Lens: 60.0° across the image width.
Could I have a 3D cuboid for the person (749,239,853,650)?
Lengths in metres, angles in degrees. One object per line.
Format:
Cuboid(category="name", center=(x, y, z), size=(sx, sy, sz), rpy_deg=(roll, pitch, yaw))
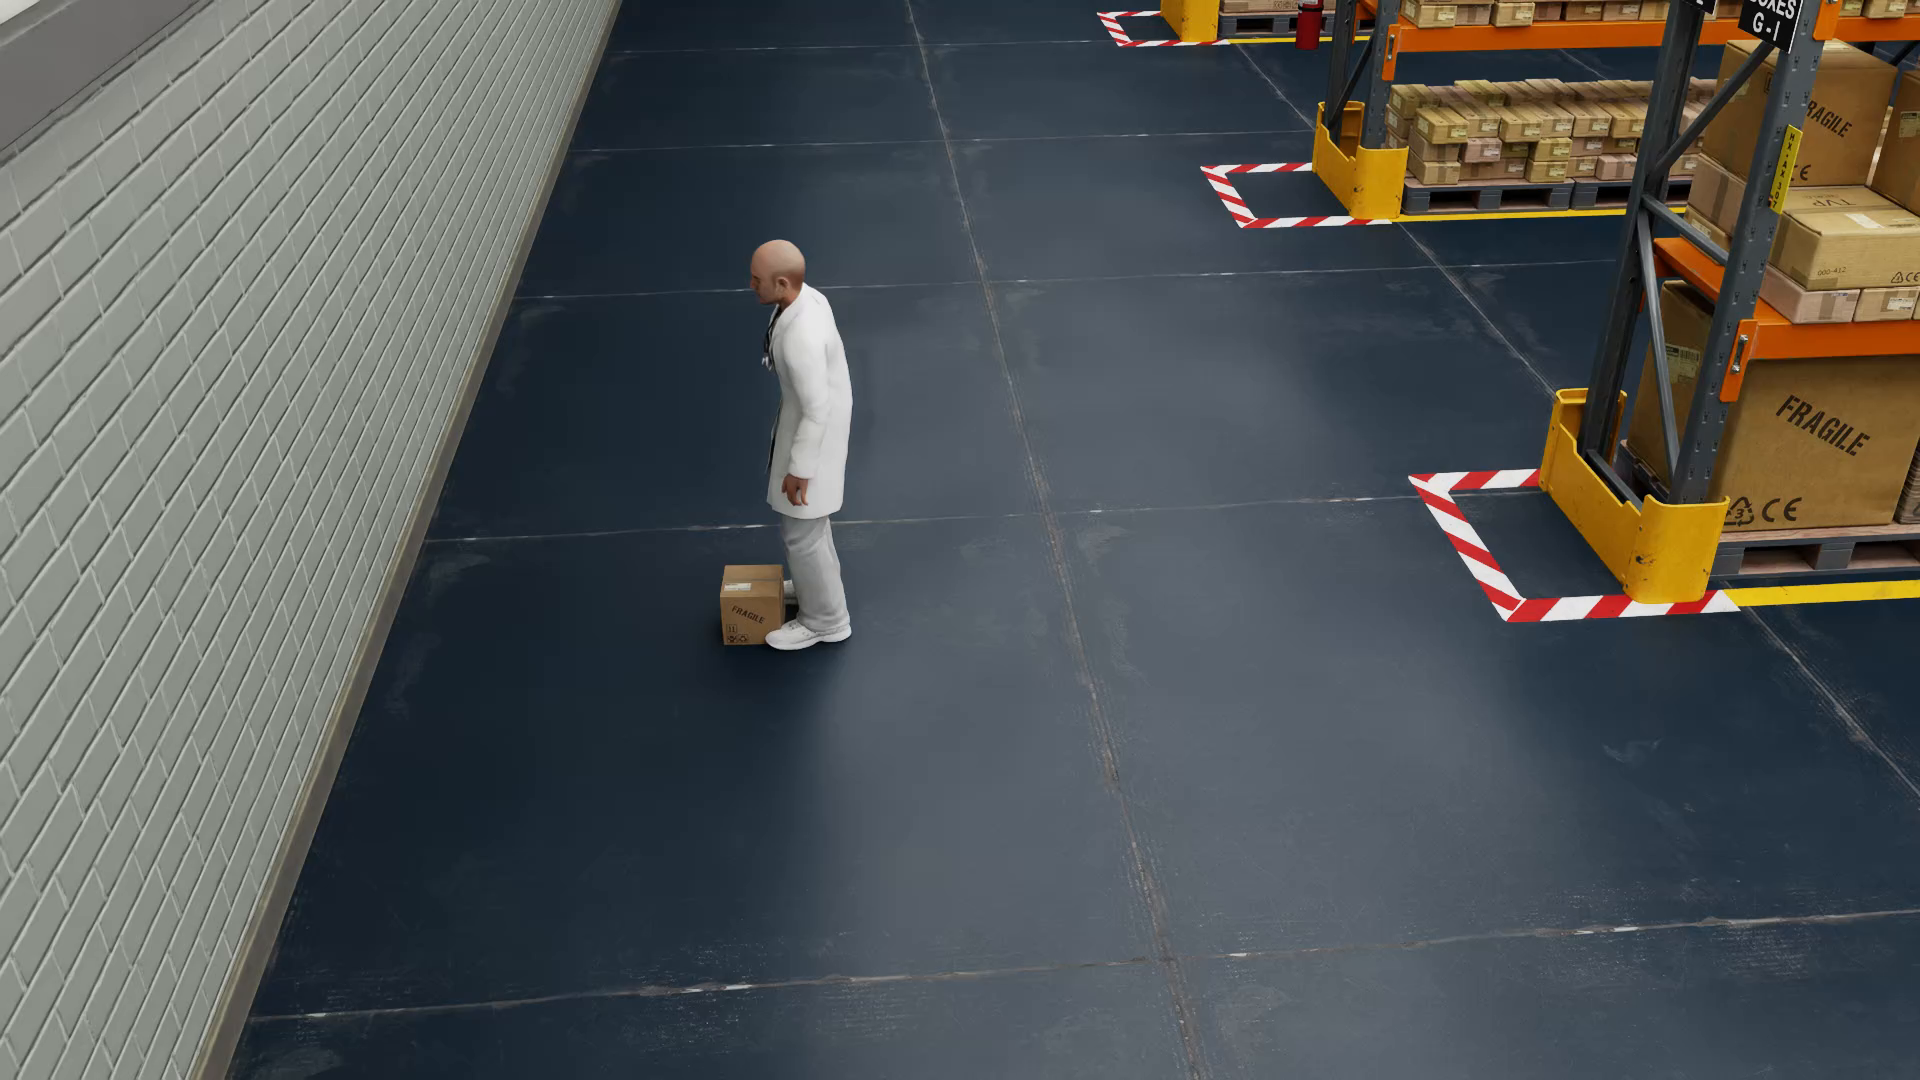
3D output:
Cuboid(category="person", center=(-0.643, -0.389, 6.803), size=(0.416, 1.774, 0.652), rpy_deg=(-3, 31, -5))
